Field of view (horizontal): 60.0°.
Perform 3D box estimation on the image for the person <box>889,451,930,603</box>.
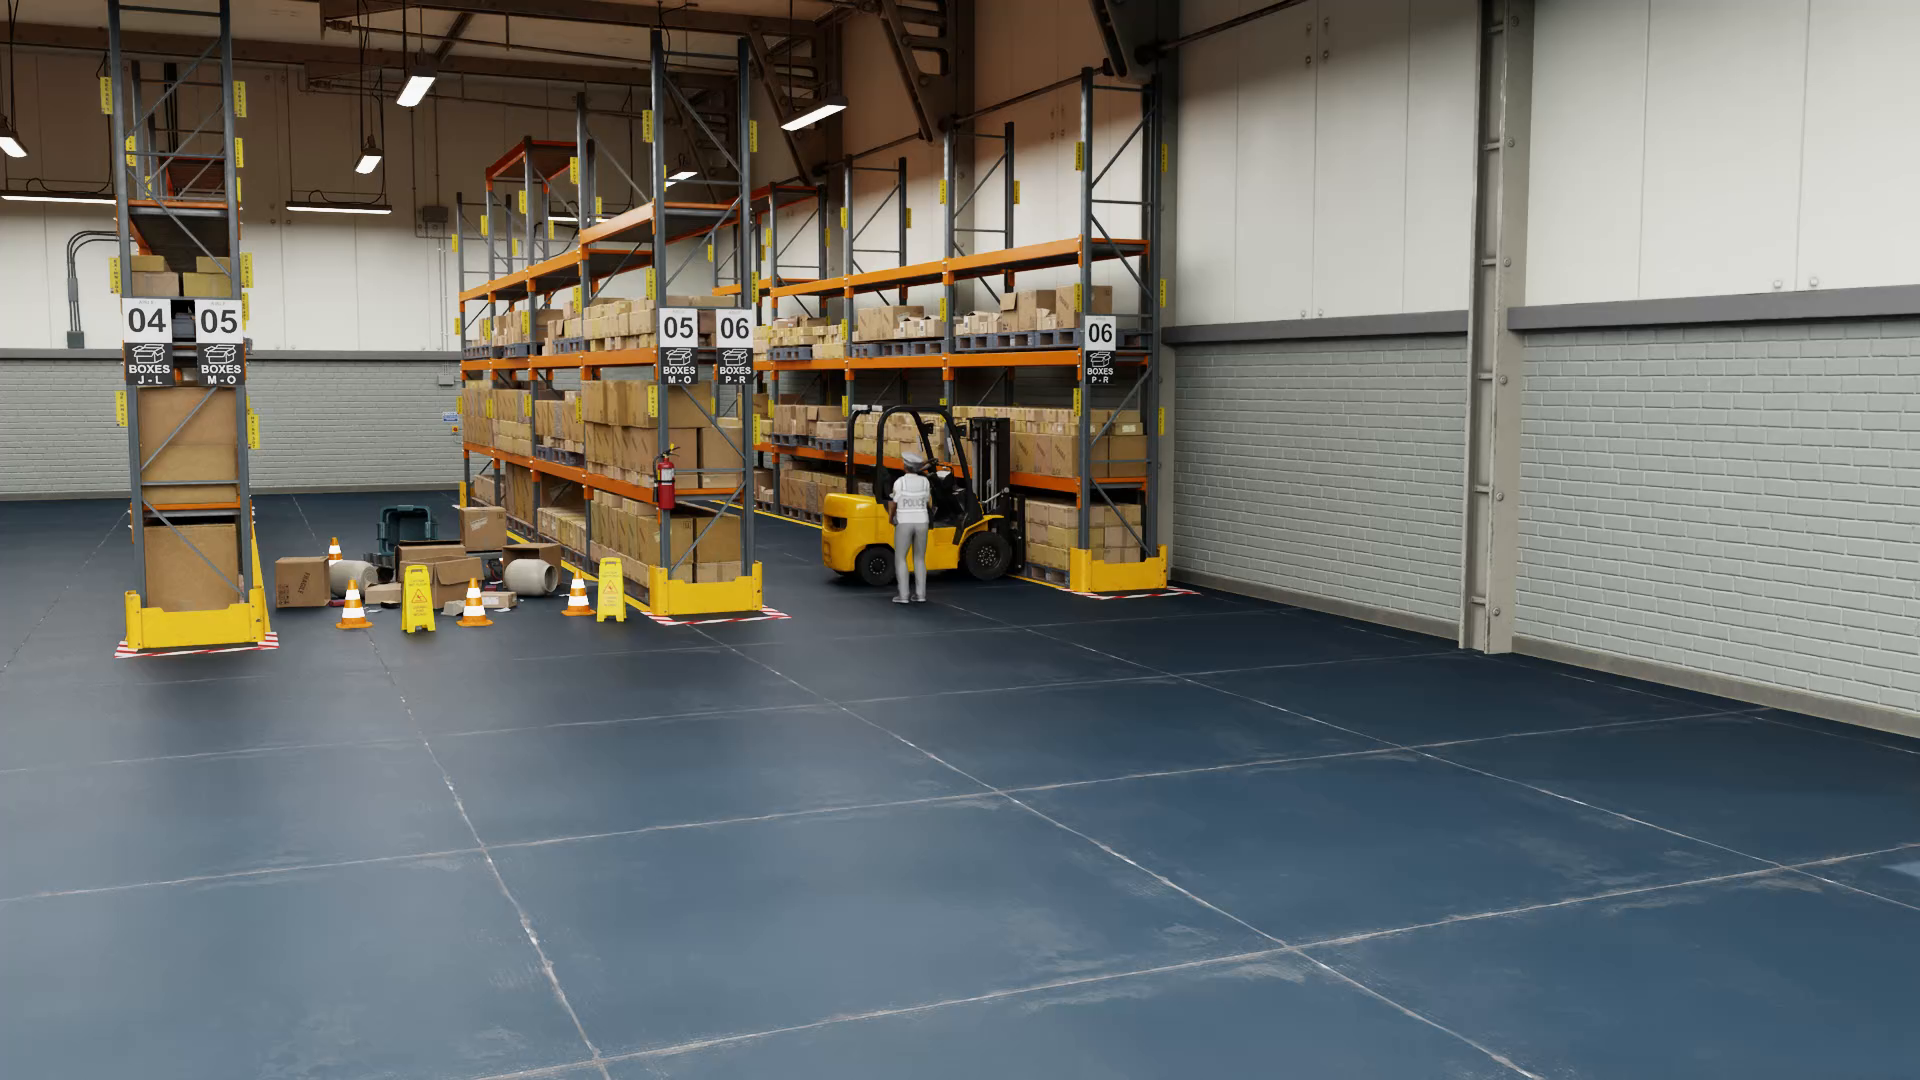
[{"bbox_3d":[-0.563,-0.145,18.432,0.450,1.677,0.534,-2,6,-23],"label":"person"}]
